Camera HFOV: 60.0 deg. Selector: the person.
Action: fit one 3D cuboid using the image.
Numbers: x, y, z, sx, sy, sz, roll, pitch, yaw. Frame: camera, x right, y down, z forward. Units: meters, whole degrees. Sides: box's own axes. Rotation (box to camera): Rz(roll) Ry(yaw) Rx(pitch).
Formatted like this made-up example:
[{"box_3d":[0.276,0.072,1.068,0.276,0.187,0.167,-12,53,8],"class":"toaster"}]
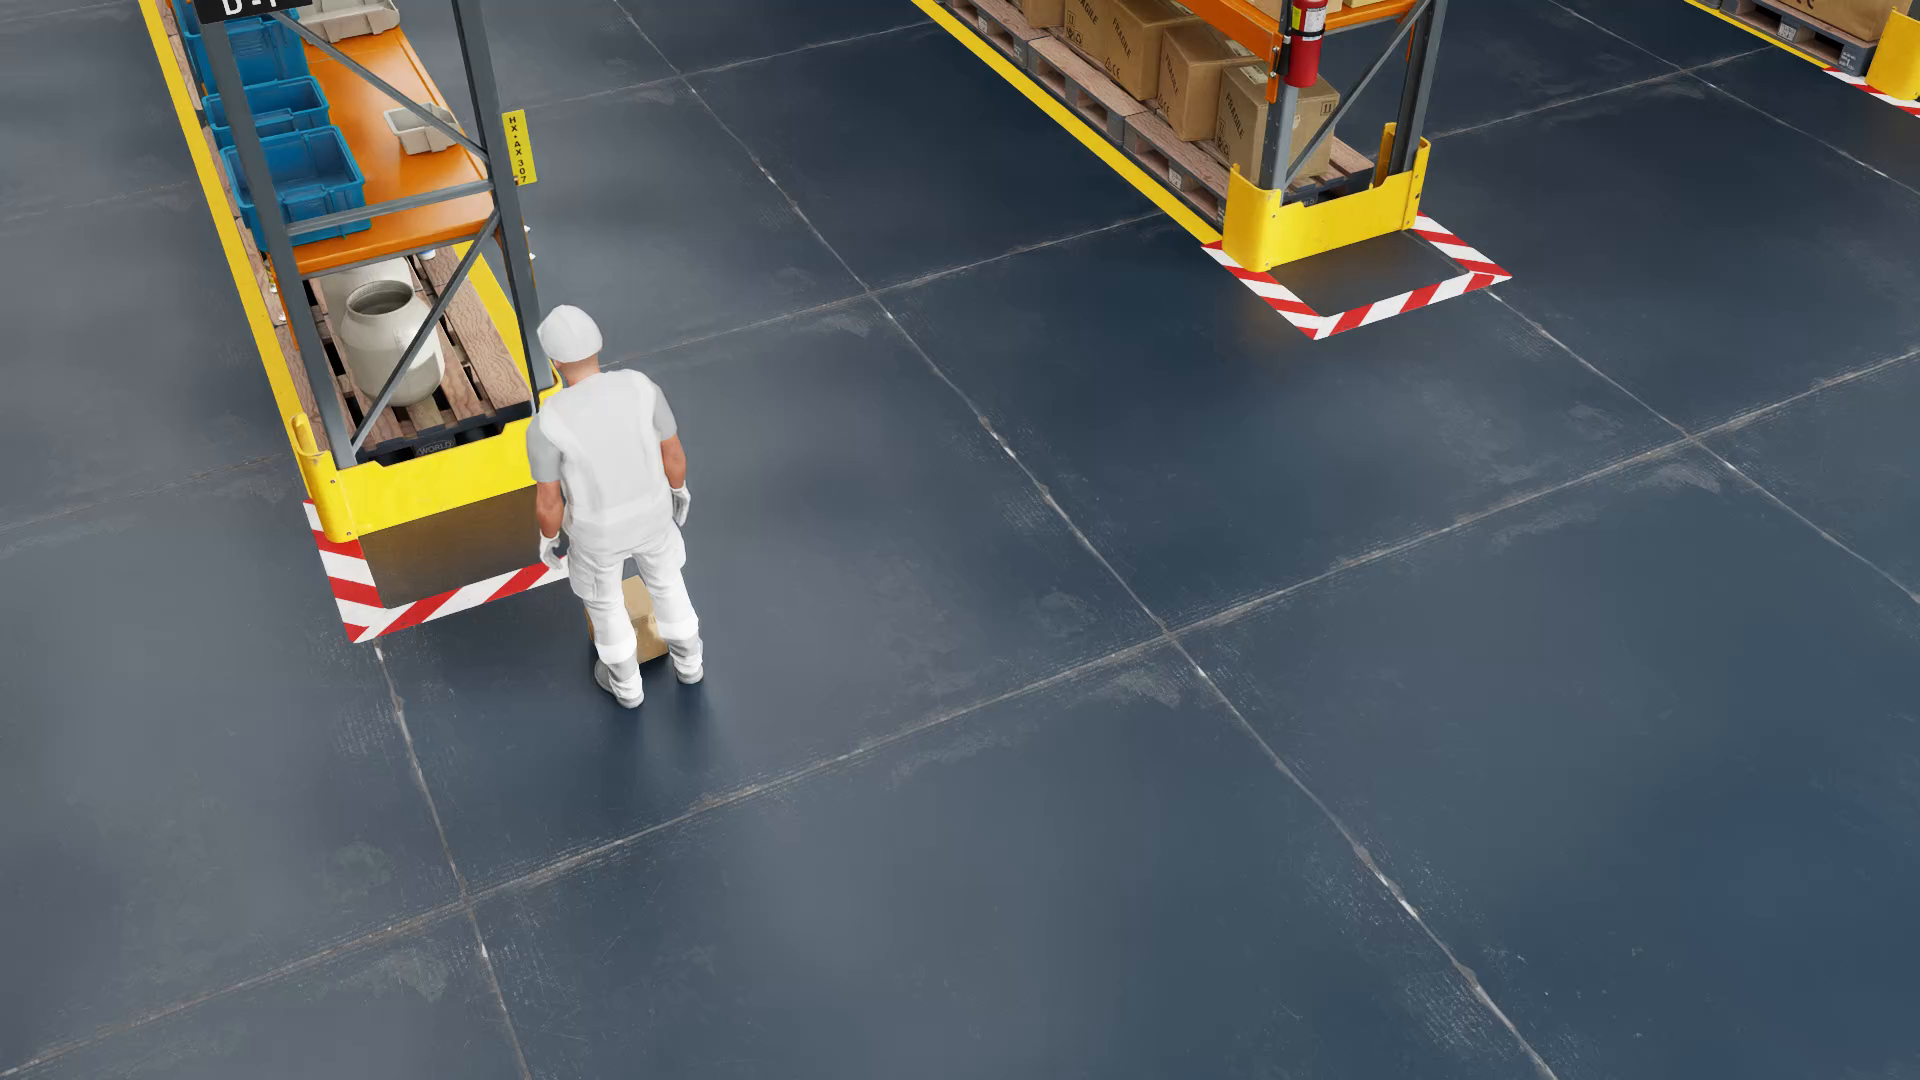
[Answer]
[{"box_3d":[-1.298,-0.091,6.253,0.616,1.778,0.453,-22,45,-23],"class":"person"}]
